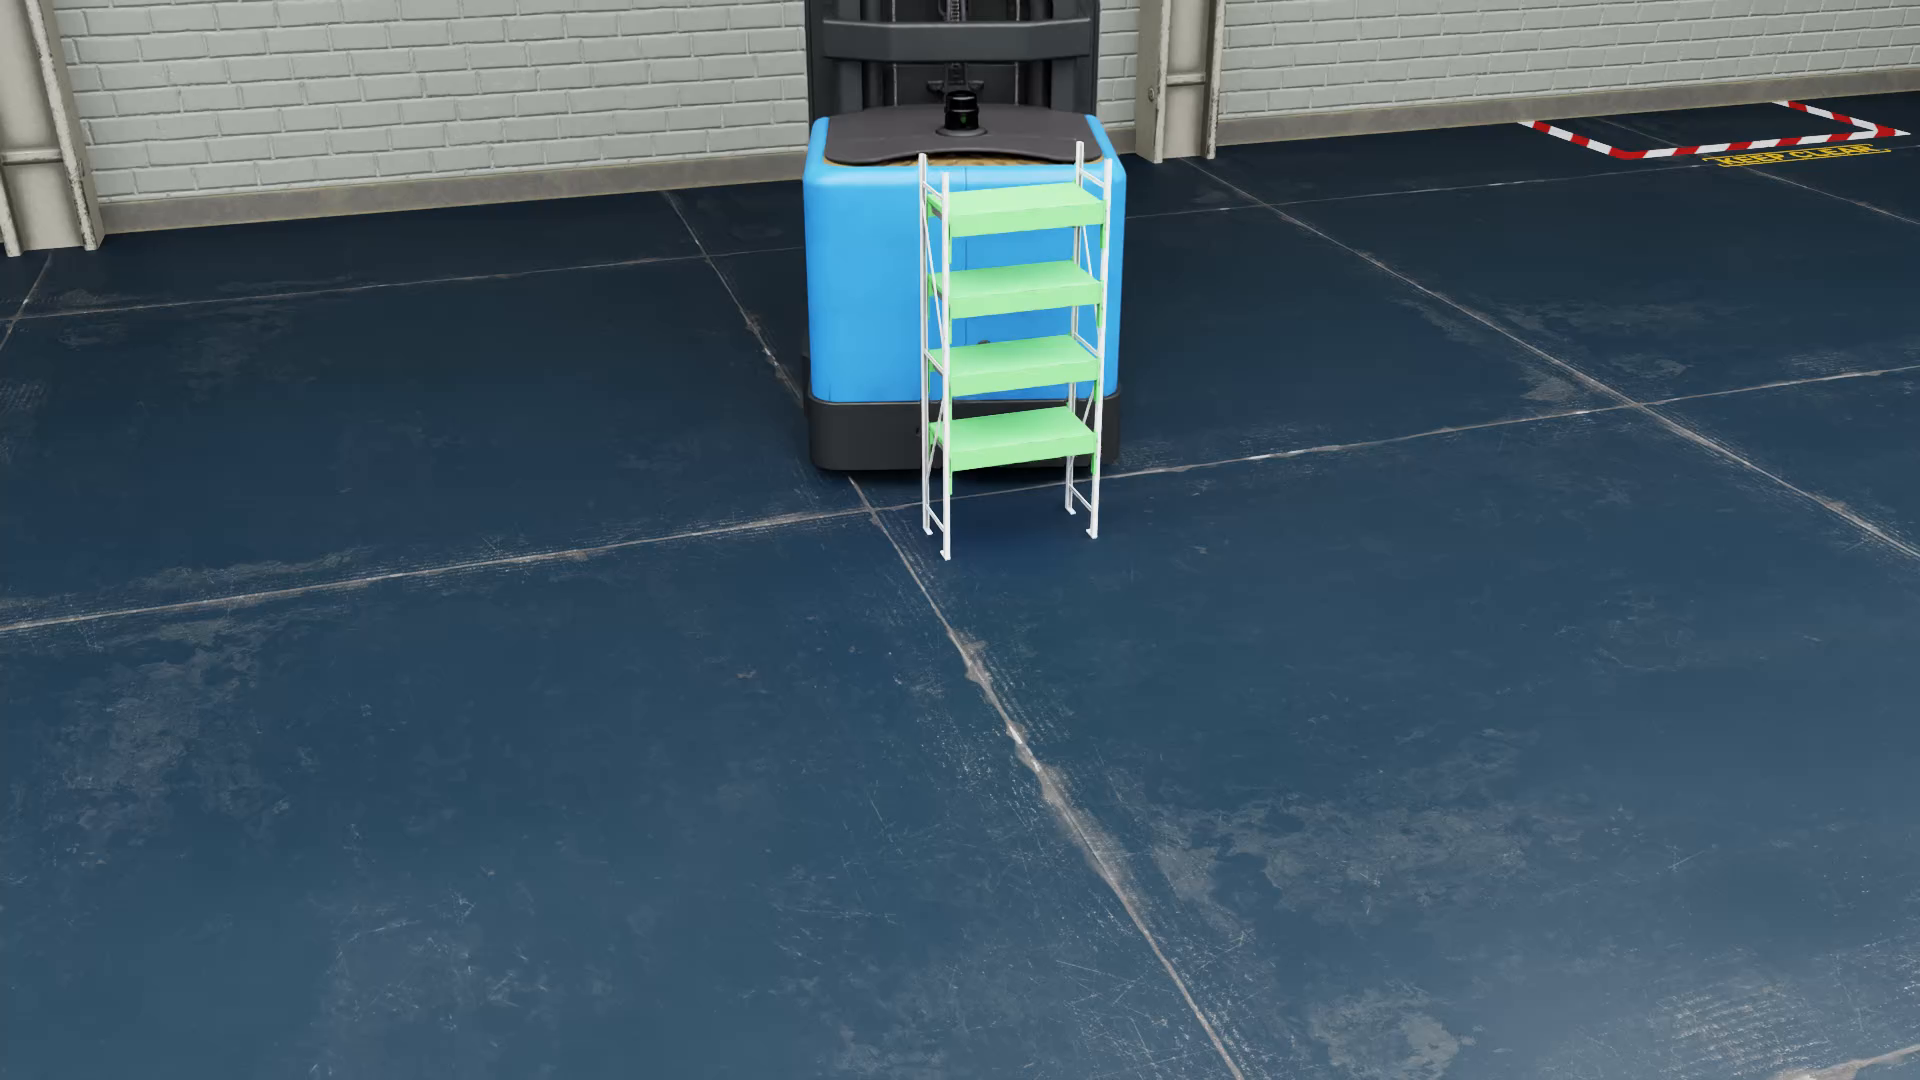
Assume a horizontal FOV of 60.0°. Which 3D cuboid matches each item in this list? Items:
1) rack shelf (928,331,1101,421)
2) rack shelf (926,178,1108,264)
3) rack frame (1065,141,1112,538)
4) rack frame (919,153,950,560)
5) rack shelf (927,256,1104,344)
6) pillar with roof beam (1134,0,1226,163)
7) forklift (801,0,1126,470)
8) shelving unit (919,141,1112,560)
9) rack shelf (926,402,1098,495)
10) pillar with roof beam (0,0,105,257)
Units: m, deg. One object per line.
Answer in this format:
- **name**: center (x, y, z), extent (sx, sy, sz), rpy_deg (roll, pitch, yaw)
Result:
- **rack shelf**: center (0.157, -0.503, 5.058), extent (0.480, 0.148, 0.258), rpy_deg (-8, 28, -16)
- **rack shelf**: center (0.157, -0.933, 4.844), extent (0.480, 0.148, 0.258), rpy_deg (-8, 28, -16)
- **rack frame**: center (0.389, -0.594, 5.097), extent (0.015, 1.200, 0.240), rpy_deg (-8, 28, -16)
- **rack frame**: center (-0.075, -0.527, 4.961), extent (0.015, 1.200, 0.240), rpy_deg (-8, 28, -16)
- **rack shelf**: center (0.157, -0.718, 4.951), extent (0.480, 0.148, 0.258), rpy_deg (-8, 28, -16)
- **pillar with roof beam**: center (2.599, -4.491, 4.176), extent (0.400, 9.000, 9.100), rpy_deg (-8, 28, -16)
- **forklift**: center (-0.039, -2.160, 6.305), extent (1.130, 2.935, 3.031), rpy_deg (-1, 26, -2)
- **shelving unit**: center (0.157, -0.560, 5.029), extent (0.503, 1.200, 0.258), rpy_deg (-8, 28, -16)
- **rack shelf**: center (0.157, -0.288, 5.164), extent (0.480, 0.148, 0.258), rpy_deg (-8, 28, -16)
- **pillar with roof beam**: center (-3.106, -3.665, 2.512), extent (0.400, 9.000, 9.100), rpy_deg (-8, 28, -16)
